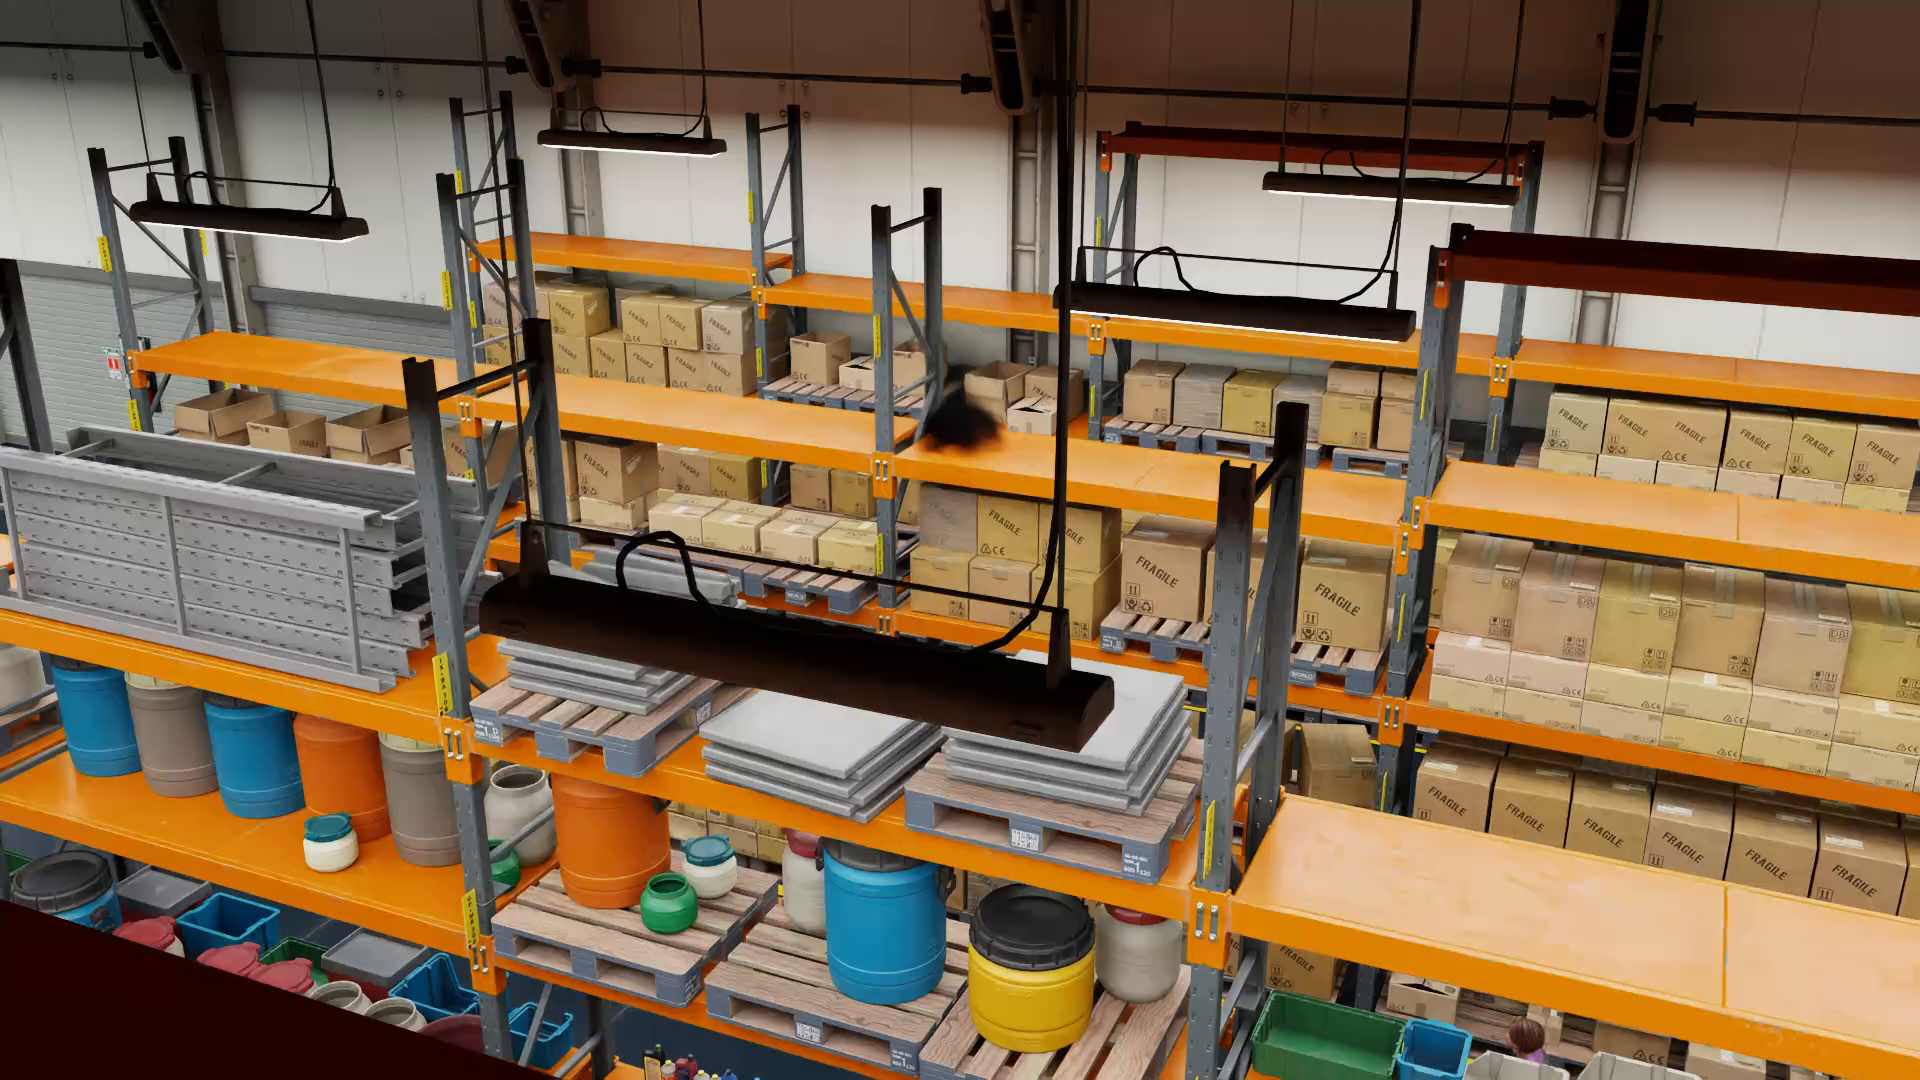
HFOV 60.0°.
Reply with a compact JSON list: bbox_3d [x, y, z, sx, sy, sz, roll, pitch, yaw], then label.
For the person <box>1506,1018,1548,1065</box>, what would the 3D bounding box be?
[{"bbox_3d":[3.578,3.702,10.634,0.624,1.543,0.546,4,21,11],"label":"person"}]
